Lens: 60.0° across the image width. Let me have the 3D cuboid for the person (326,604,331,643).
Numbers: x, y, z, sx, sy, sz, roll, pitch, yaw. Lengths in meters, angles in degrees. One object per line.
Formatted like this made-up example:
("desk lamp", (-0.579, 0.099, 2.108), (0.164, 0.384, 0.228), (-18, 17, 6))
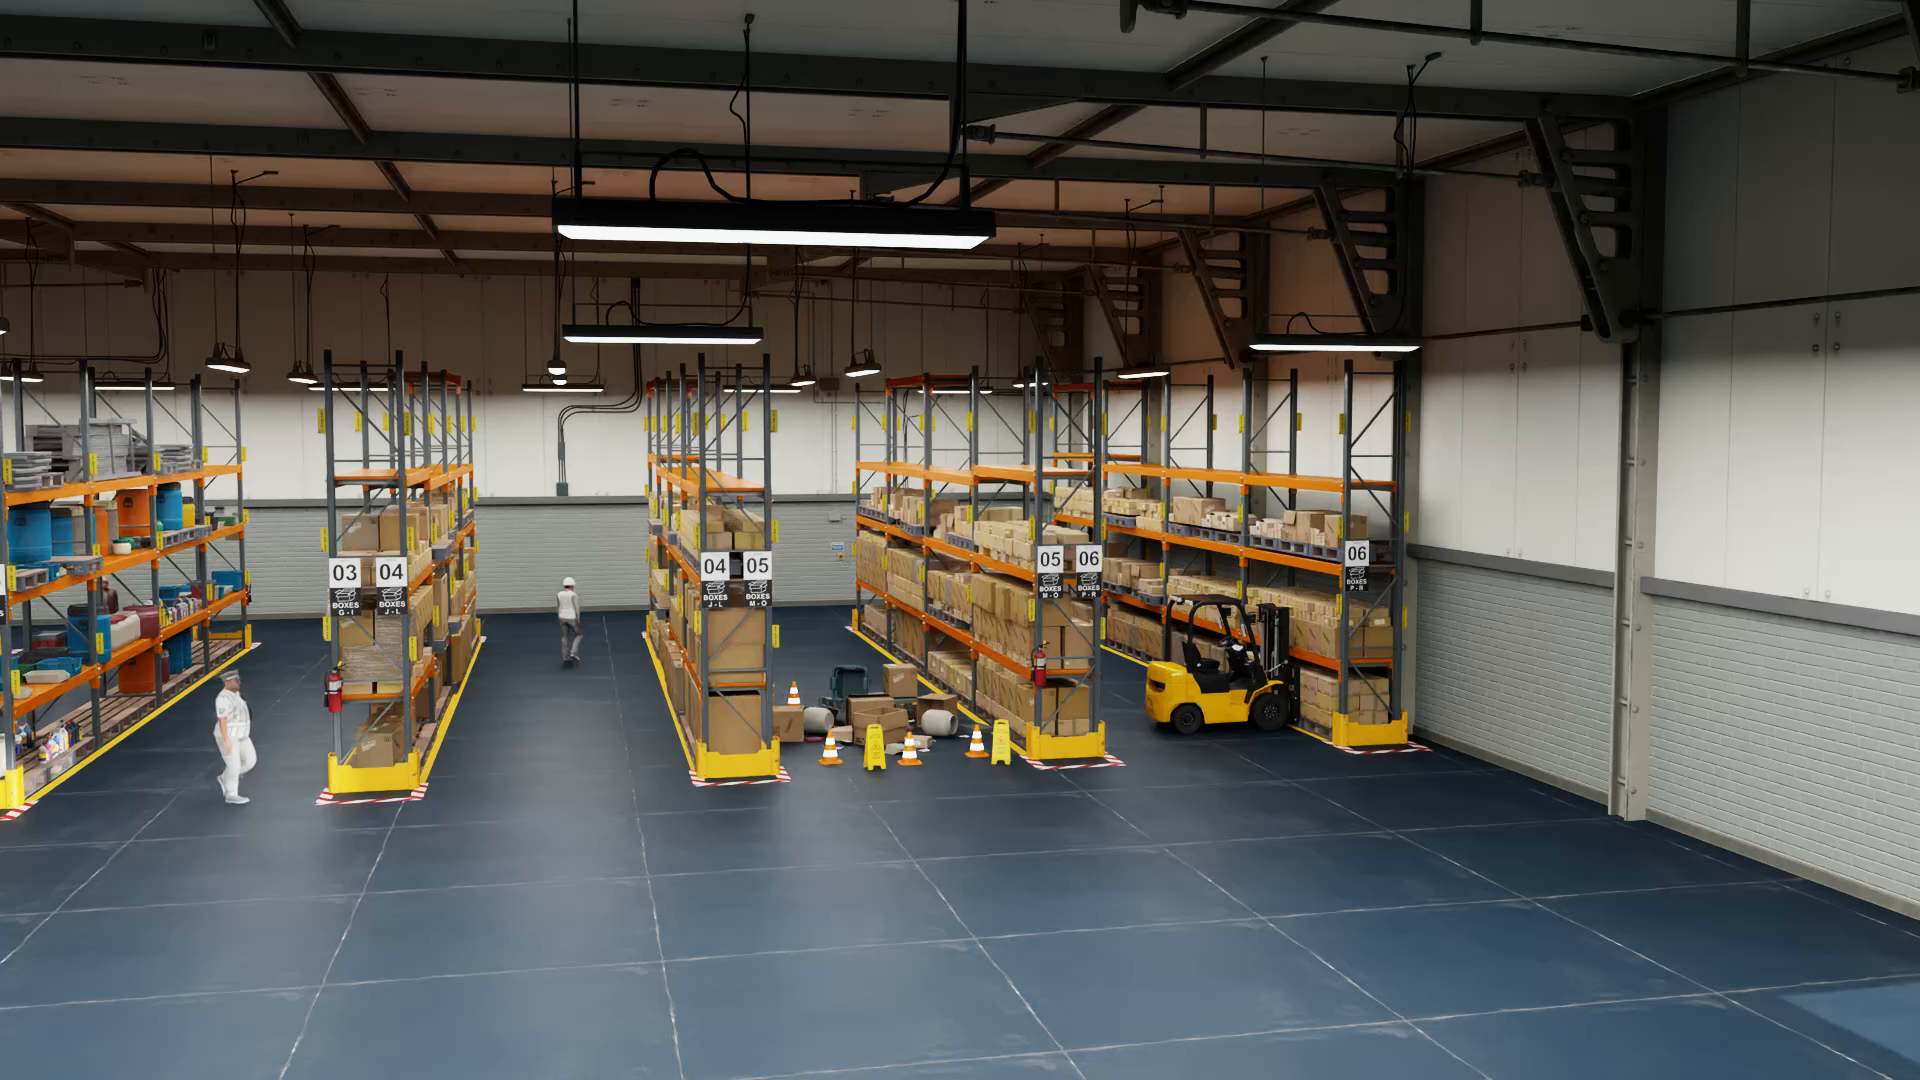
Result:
("person", (-12.211, 1.827, 32.799), (0.552, 1.735, 0.981), (-1, 4, -15))

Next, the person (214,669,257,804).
("person", (-9.630, 2.575, 21.912), (0.567, 1.758, 0.541), (1, 4, 13))

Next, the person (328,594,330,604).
("person", (-13.956, 1.572, 37.585), (0.590, 1.676, 0.793), (-1, 4, -18))

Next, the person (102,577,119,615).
("person", (-18.126, 1.690, 35.178), (0.542, 1.801, 0.932), (-1, 4, -18))

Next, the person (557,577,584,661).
("person", (-8.252, 1.686, 35.186), (0.582, 1.817, 0.454), (1, 4, 18))
